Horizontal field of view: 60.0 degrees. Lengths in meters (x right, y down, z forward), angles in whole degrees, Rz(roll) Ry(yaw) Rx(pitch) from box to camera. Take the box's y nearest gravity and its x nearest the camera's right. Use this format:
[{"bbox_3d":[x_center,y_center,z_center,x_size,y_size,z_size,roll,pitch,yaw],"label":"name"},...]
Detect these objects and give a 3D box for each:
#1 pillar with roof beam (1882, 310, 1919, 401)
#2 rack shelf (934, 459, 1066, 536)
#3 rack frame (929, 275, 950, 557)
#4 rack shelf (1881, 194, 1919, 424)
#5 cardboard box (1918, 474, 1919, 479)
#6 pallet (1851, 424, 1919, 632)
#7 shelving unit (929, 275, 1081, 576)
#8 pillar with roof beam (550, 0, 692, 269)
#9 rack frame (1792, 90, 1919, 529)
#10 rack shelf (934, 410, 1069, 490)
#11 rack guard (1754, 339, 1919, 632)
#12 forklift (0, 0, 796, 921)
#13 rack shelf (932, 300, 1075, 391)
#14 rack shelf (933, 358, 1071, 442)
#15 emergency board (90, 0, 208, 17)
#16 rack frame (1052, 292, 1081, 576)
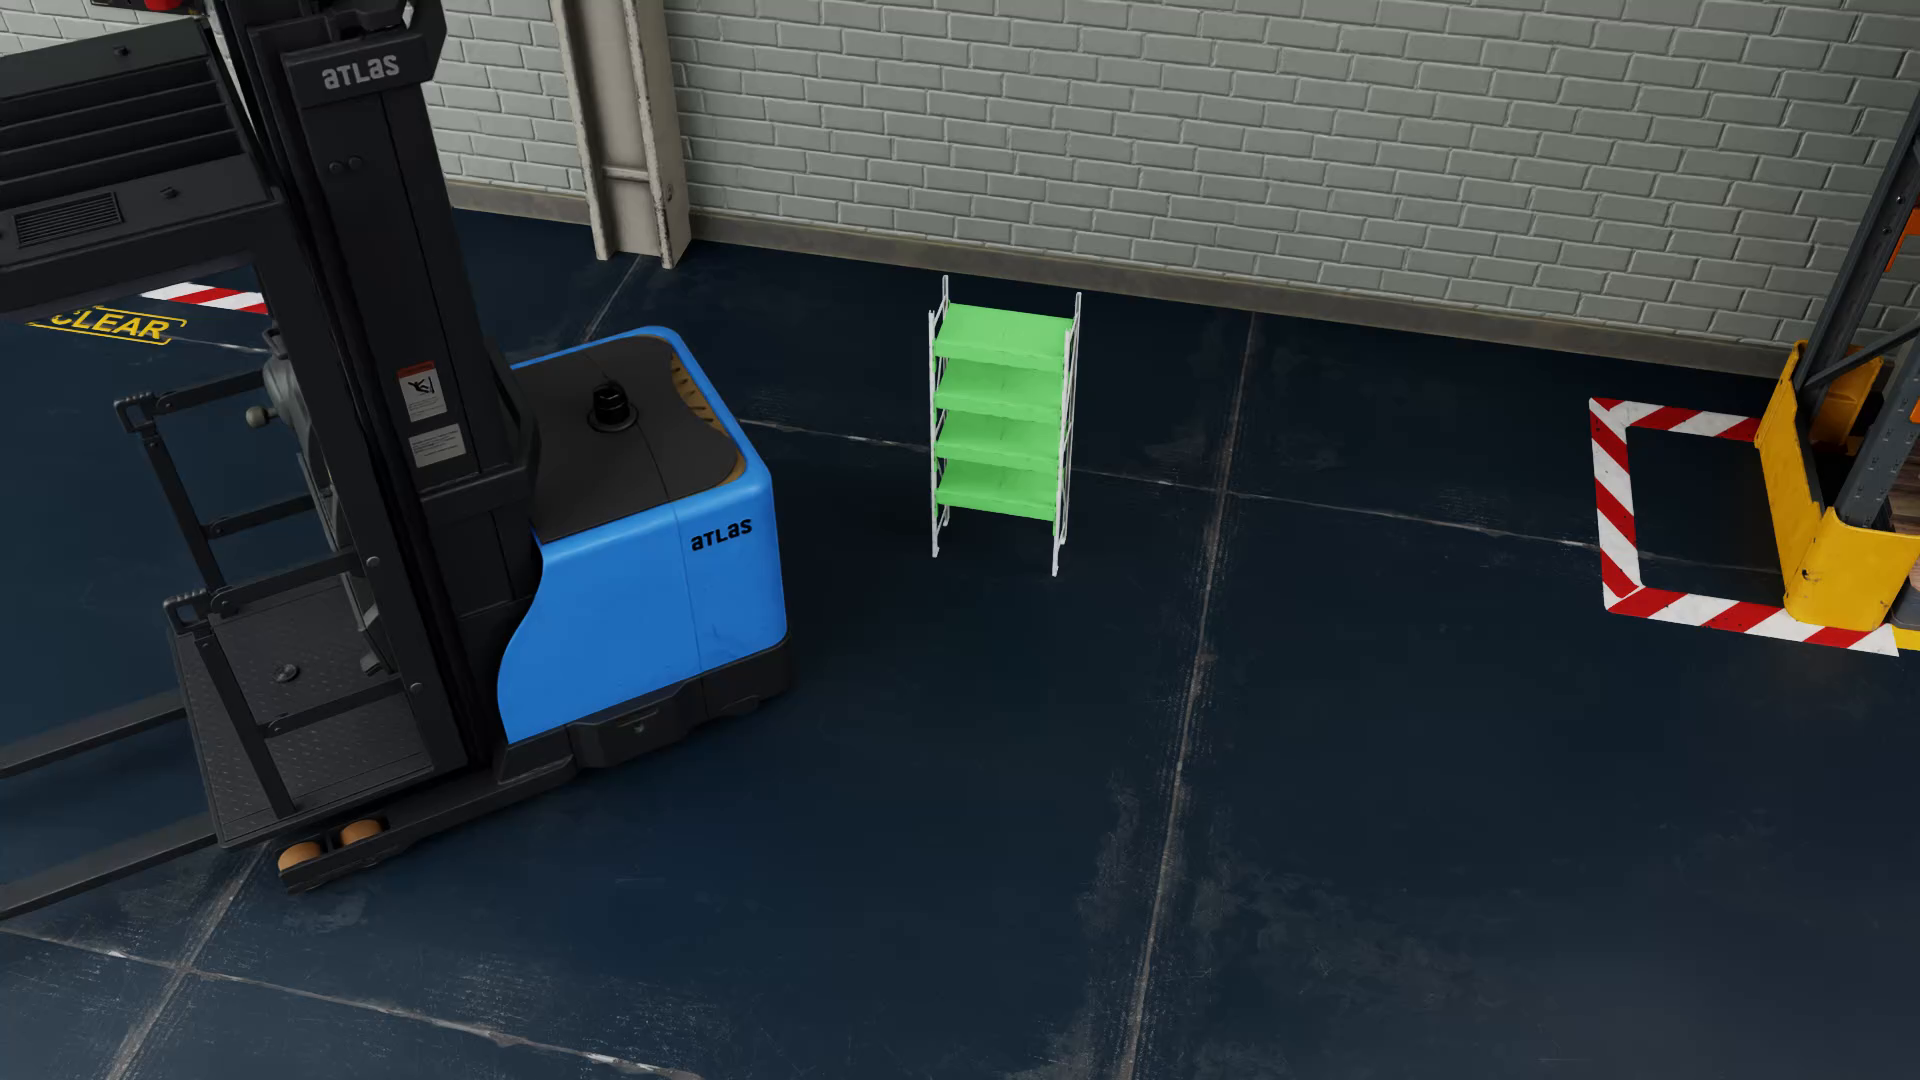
[{"bbox_3d":[3.353,-0.879,1.174,0.400,9.000,9.100,9,45,9],"label":"pillar with roof beam"},{"bbox_3d":[0.162,-0.188,6.519,0.480,0.148,0.258,9,45,9],"label":"rack shelf"},{"bbox_3d":[-0.077,-0.444,6.346,0.015,1.200,0.240,9,45,9],"label":"rack frame"},{"bbox_3d":[5.372,-0.589,5.718,4.000,0.370,1.077,9,45,9],"label":"rack shelf"},{"bbox_3d":[4.076,-0.175,6.391,0.500,0.311,0.500,4,44,4],"label":"cardboard box"},{"bbox_3d":[4.280,0.012,6.585,1.213,0.211,1.003,9,45,9],"label":"pallet"},{"bbox_3d":[0.162,-0.407,6.308,0.503,1.200,0.258,9,45,9],"label":"shelving unit"},{"bbox_3d":[-2.503,-1.787,2.118,0.400,9.000,9.100,9,45,9],"label":"pillar with roof beam"},{"bbox_3d":[3.421,-1.151,5.783,0.127,3.000,1.000,9,45,9],"label":"rack frame"},{"bbox_3d":[0.162,-0.361,6.352,0.480,0.148,0.258,9,45,9],"label":"rack shelf"},{"bbox_3d":[3.495,-0.239,6.638,0.348,0.500,1.175,9,45,9],"label":"rack guard"},{"bbox_3d":[-2.153,-0.312,4.961,3.031,2.935,1.130,-20,47,-20],"label":"forklift"},{"bbox_3d":[0.162,-0.707,6.019,0.480,0.148,0.258,9,45,9],"label":"rack shelf"},{"bbox_3d":[0.162,-0.534,6.186,0.480,0.148,0.258,9,45,9],"label":"rack shelf"},{"bbox_3d":[-3.966,-2.939,7.641,0.643,1.169,0.194,9,45,9],"label":"emergency board"},{"bbox_3d":[0.400,-0.370,6.270,0.015,1.200,0.240,9,45,9],"label":"rack frame"}]
